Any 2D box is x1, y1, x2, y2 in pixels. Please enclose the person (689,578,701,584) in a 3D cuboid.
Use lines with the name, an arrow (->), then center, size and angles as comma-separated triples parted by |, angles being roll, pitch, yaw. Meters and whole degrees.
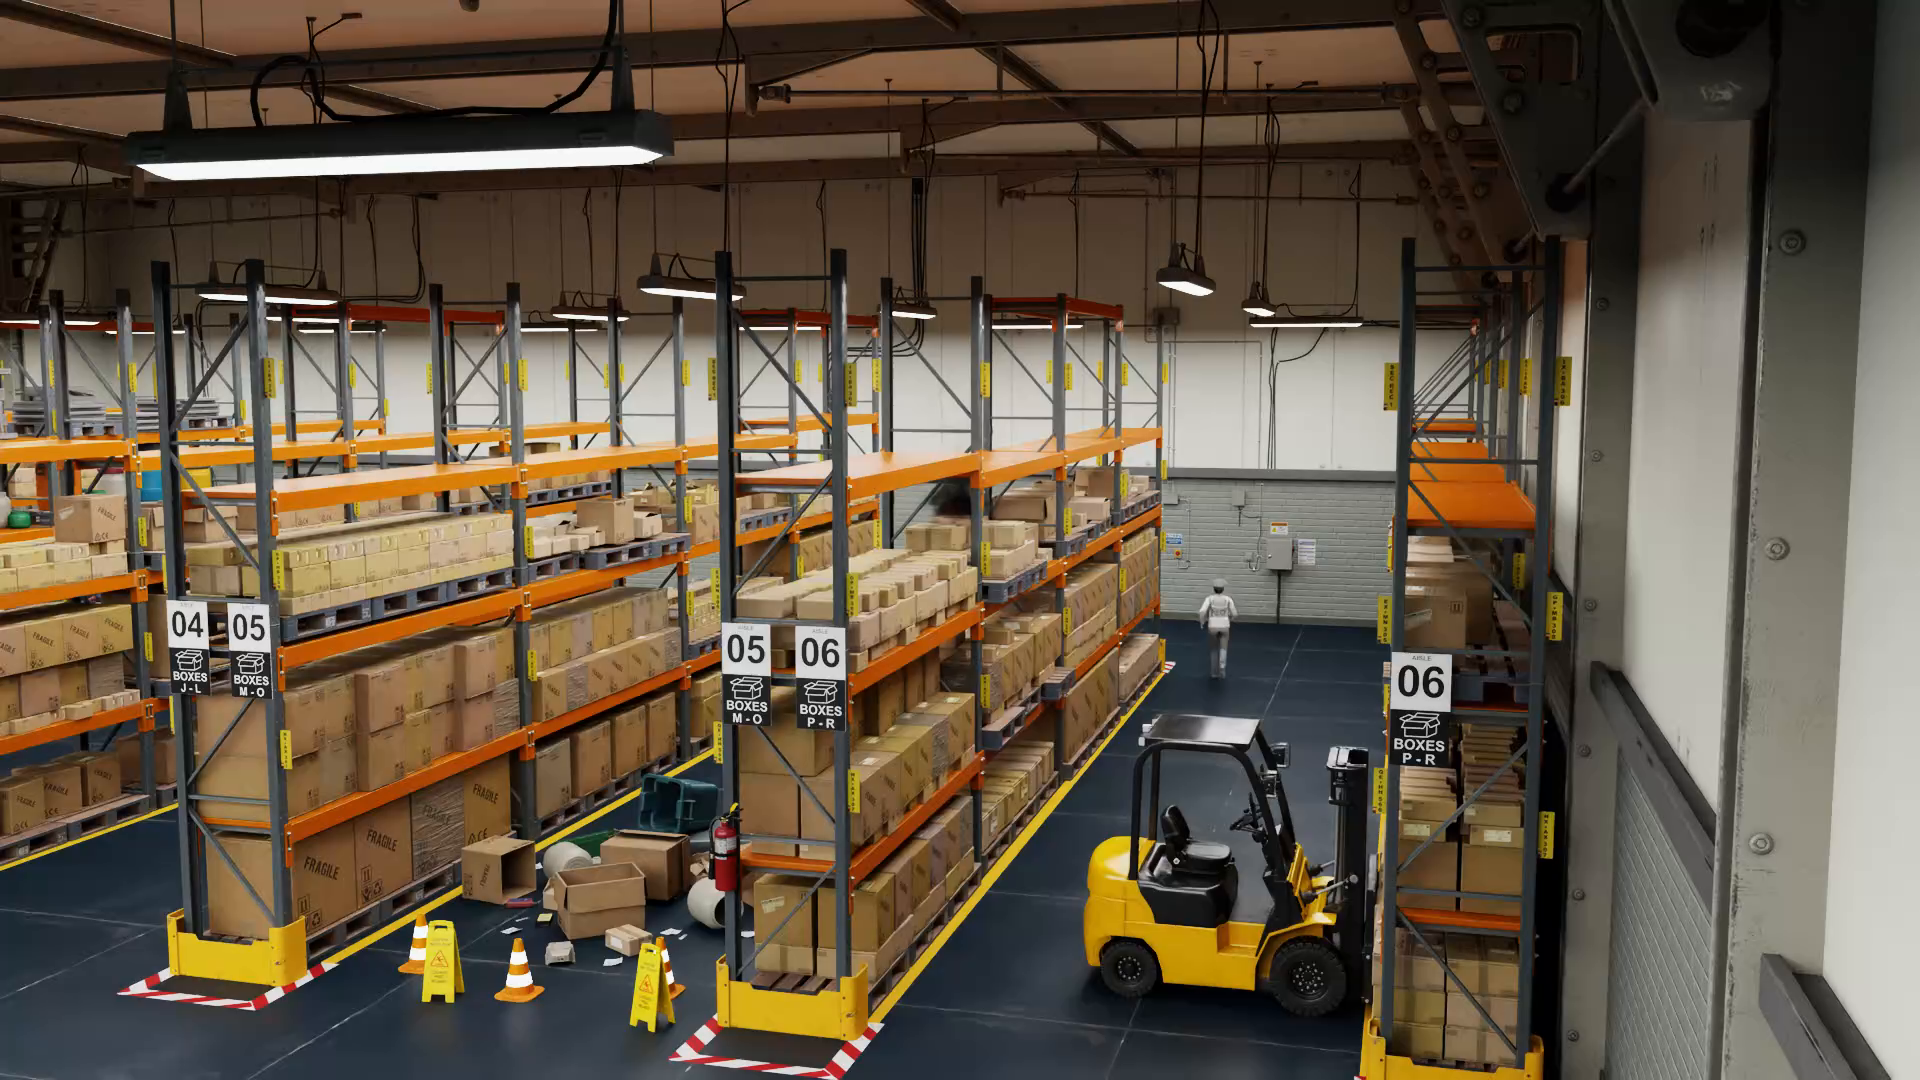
person -> -4.333, 1.436, 27.592 | 0.604, 1.666, 0.741 | 3, 7, 23

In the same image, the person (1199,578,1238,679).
person -> 4.187, 1.462, 27.008 | 0.629, 1.686, 0.927 | 1, 6, 5

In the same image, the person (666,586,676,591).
person -> -4.446, 1.566, 26.150 | 0.570, 1.712, 0.855 | 2, 6, 18
